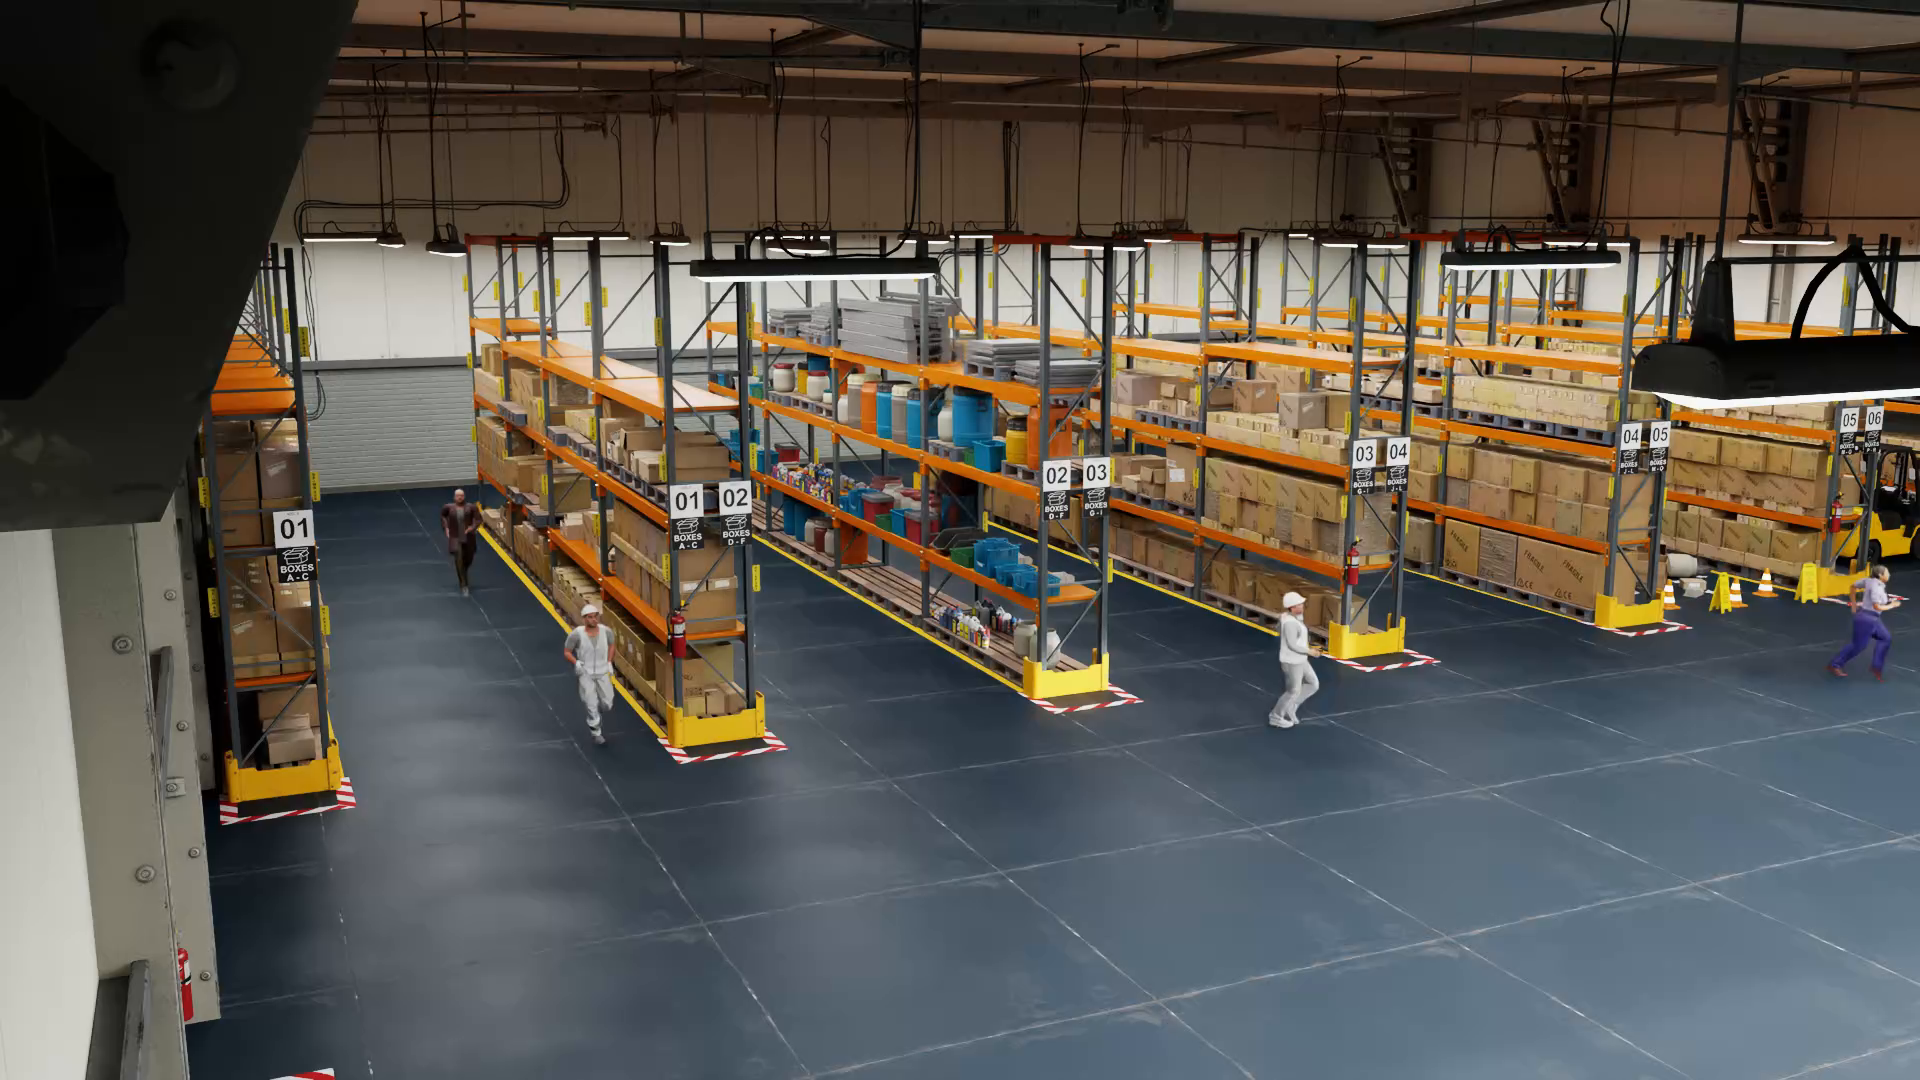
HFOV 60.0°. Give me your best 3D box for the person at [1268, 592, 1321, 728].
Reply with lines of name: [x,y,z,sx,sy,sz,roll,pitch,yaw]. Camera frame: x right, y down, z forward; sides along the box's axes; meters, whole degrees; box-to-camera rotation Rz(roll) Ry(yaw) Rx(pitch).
person: [4.208,1.492,20.843,0.618,1.734,0.669,2,11,12]

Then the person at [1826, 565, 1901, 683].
person: [12.467,1.154,22.936,0.827,1.684,0.622,4,12,21]

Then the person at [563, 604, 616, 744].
person: [-4.460,1.630,20.203,0.660,1.744,0.614,-5,12,-26]

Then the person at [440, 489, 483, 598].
person: [-8.527,0.010,28.527,0.674,1.805,1.202,-5,12,-25]
